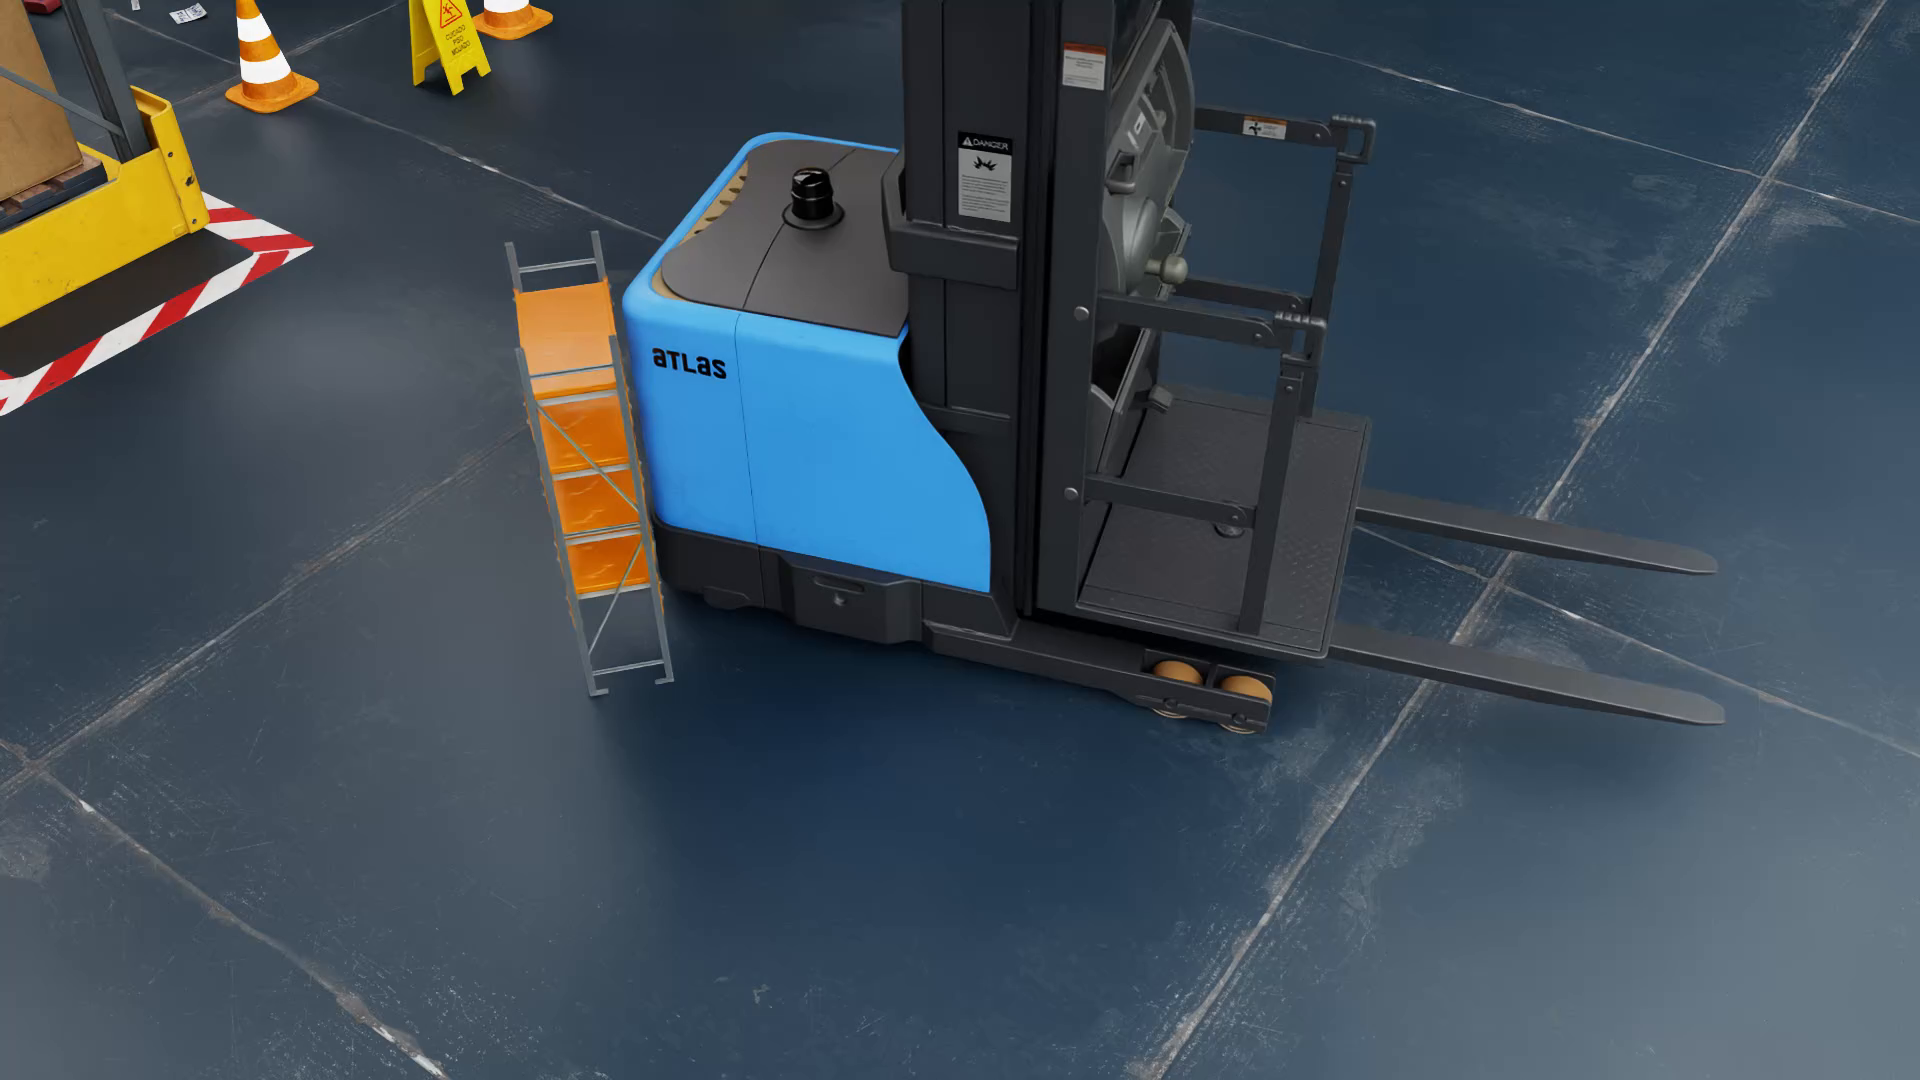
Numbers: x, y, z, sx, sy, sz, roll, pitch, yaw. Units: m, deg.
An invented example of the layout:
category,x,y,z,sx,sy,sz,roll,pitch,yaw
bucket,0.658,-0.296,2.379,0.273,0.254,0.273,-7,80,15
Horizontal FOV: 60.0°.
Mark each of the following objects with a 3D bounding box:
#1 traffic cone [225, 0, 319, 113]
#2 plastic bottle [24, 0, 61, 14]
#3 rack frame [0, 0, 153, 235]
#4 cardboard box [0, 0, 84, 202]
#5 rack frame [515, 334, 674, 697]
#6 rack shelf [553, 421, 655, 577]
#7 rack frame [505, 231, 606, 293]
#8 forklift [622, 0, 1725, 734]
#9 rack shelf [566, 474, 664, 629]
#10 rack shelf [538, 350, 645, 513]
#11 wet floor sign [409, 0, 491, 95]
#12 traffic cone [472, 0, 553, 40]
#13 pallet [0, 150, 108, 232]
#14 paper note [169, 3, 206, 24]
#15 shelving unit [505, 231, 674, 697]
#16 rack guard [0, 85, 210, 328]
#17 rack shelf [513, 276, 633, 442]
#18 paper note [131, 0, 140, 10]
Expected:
category,x,y,z,sx,sy,sz,roll,pitch,yaw
traffic cone,-3.102,-2.194,7.355,0.334,0.463,0.336,25,48,25
plastic bottle,-4.467,-2.684,8.204,0.133,0.061,0.283,10,43,11
rack frame,-3.483,-2.160,5.415,0.127,3.000,1.000,25,48,25
cardboard box,-4.076,-1.749,6.233,0.875,0.875,0.875,25,48,26
rack frame,-0.942,-0.024,4.377,0.240,1.200,0.015,-10,43,-11
rack shelf,-1.002,-0.131,4.598,0.258,0.148,0.480,-10,43,-11
rack frame,-1.062,-0.339,4.729,0.240,1.200,0.015,-10,43,-11
forklift,0.663,-0.950,4.114,3.031,2.935,1.130,11,43,13
rack shelf,-1.002,0.017,4.730,0.258,0.148,0.480,-10,43,-11
rack shelf,-1.002,-0.298,4.449,0.258,0.148,0.480,-10,43,-11
wet floor sign,-2.322,-2.353,7.396,0.232,0.644,0.267,17,45,18
traffic cone,-2.175,-2.680,7.898,0.334,0.463,0.336,25,48,25
pallet,-4.183,-1.385,6.639,1.213,0.211,1.003,25,48,25
paper note,-3.758,-2.565,8.095,0.144,0.017,0.142,-25,48,-25
shelving unit,-1.002,-0.182,4.553,0.258,1.200,0.503,-10,43,-11
rack guard,-3.463,-1.220,6.238,0.348,0.500,1.175,25,48,25
rack shelf,-1.002,-0.474,4.291,0.258,0.148,0.480,-10,43,-11
paper note,-4.060,-2.636,8.188,0.032,0.001,0.123,-17,45,-18
